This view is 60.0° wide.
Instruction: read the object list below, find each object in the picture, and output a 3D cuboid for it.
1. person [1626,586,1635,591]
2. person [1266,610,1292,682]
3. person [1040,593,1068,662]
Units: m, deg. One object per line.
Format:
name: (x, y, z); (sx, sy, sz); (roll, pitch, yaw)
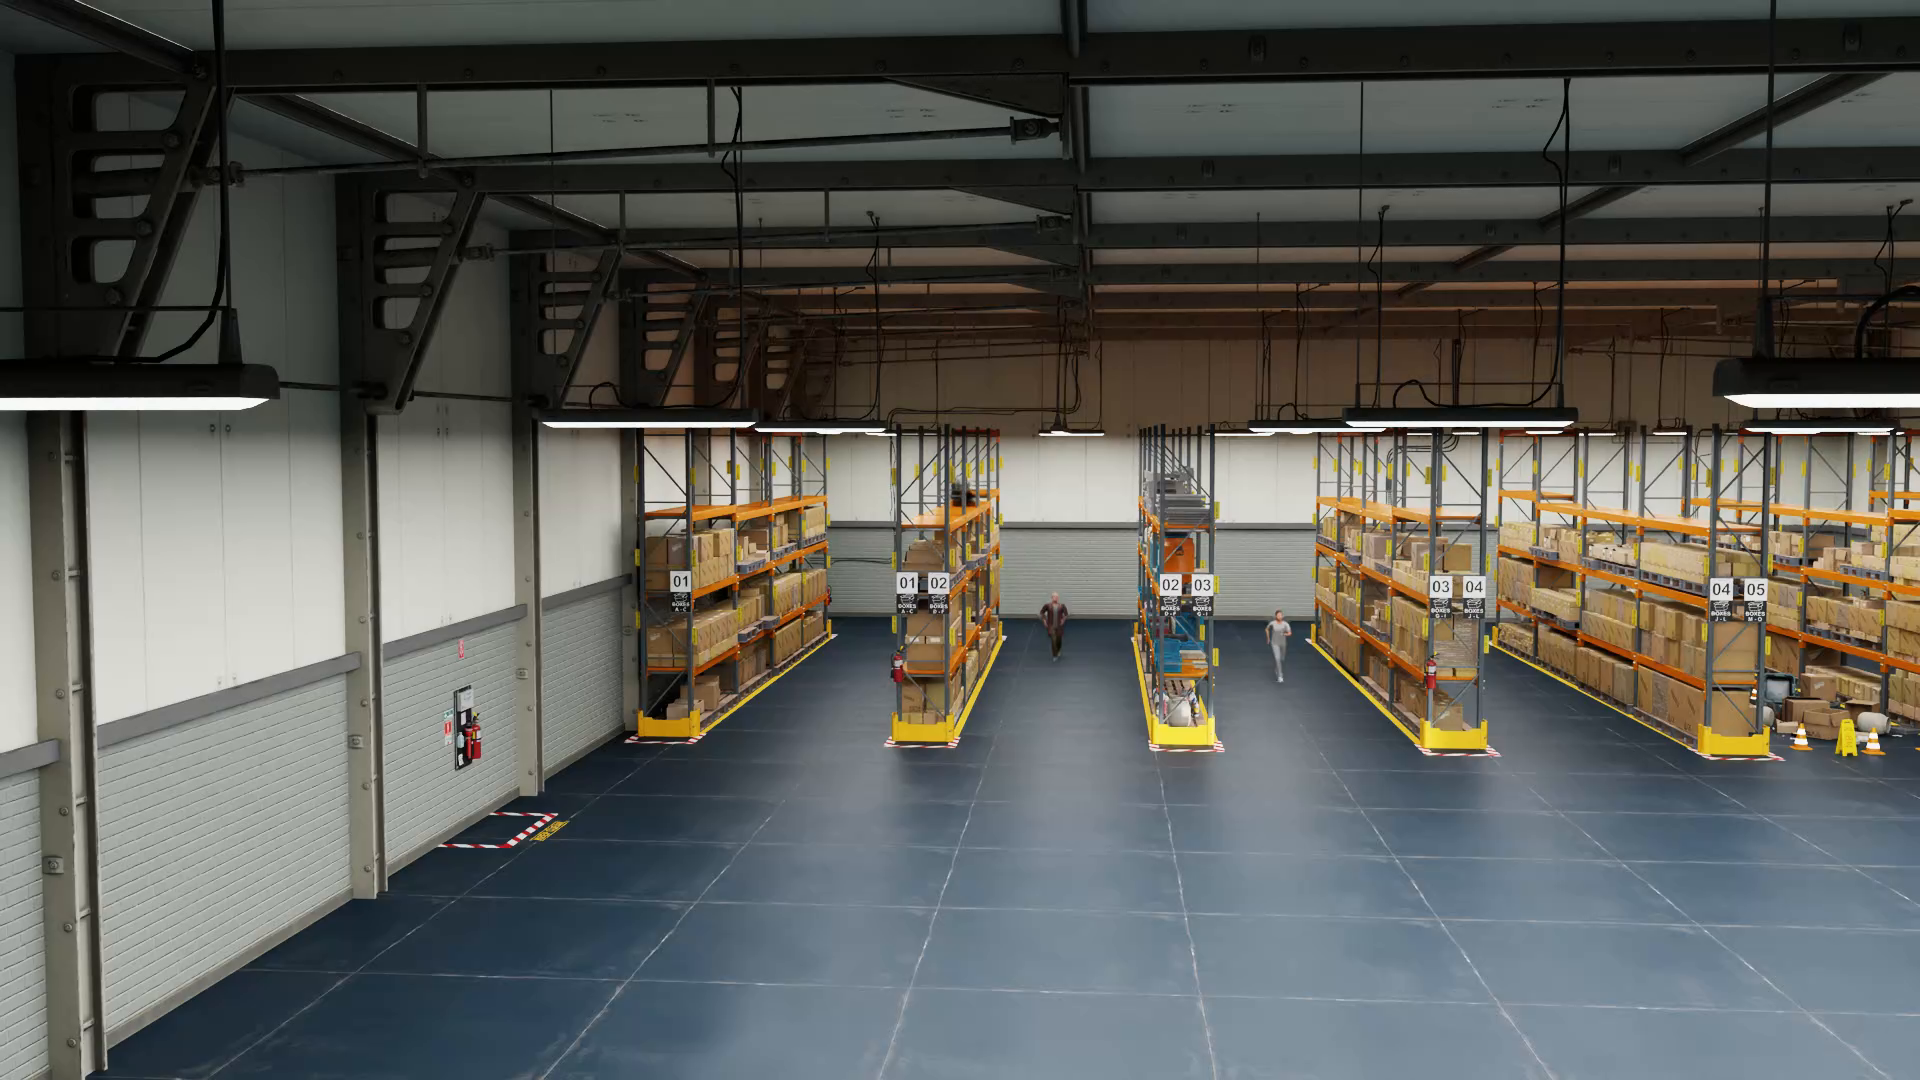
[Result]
person: (18.999, 1.966, 47.312); (0.696, 1.775, 0.726); (0, 4, 7)
person: (7.520, 2.476, 39.229); (0.565, 1.653, 0.951); (0, 3, 0)
person: (2.433, 2.241, 42.903); (0.739, 1.751, 0.849); (0, 3, -4)
